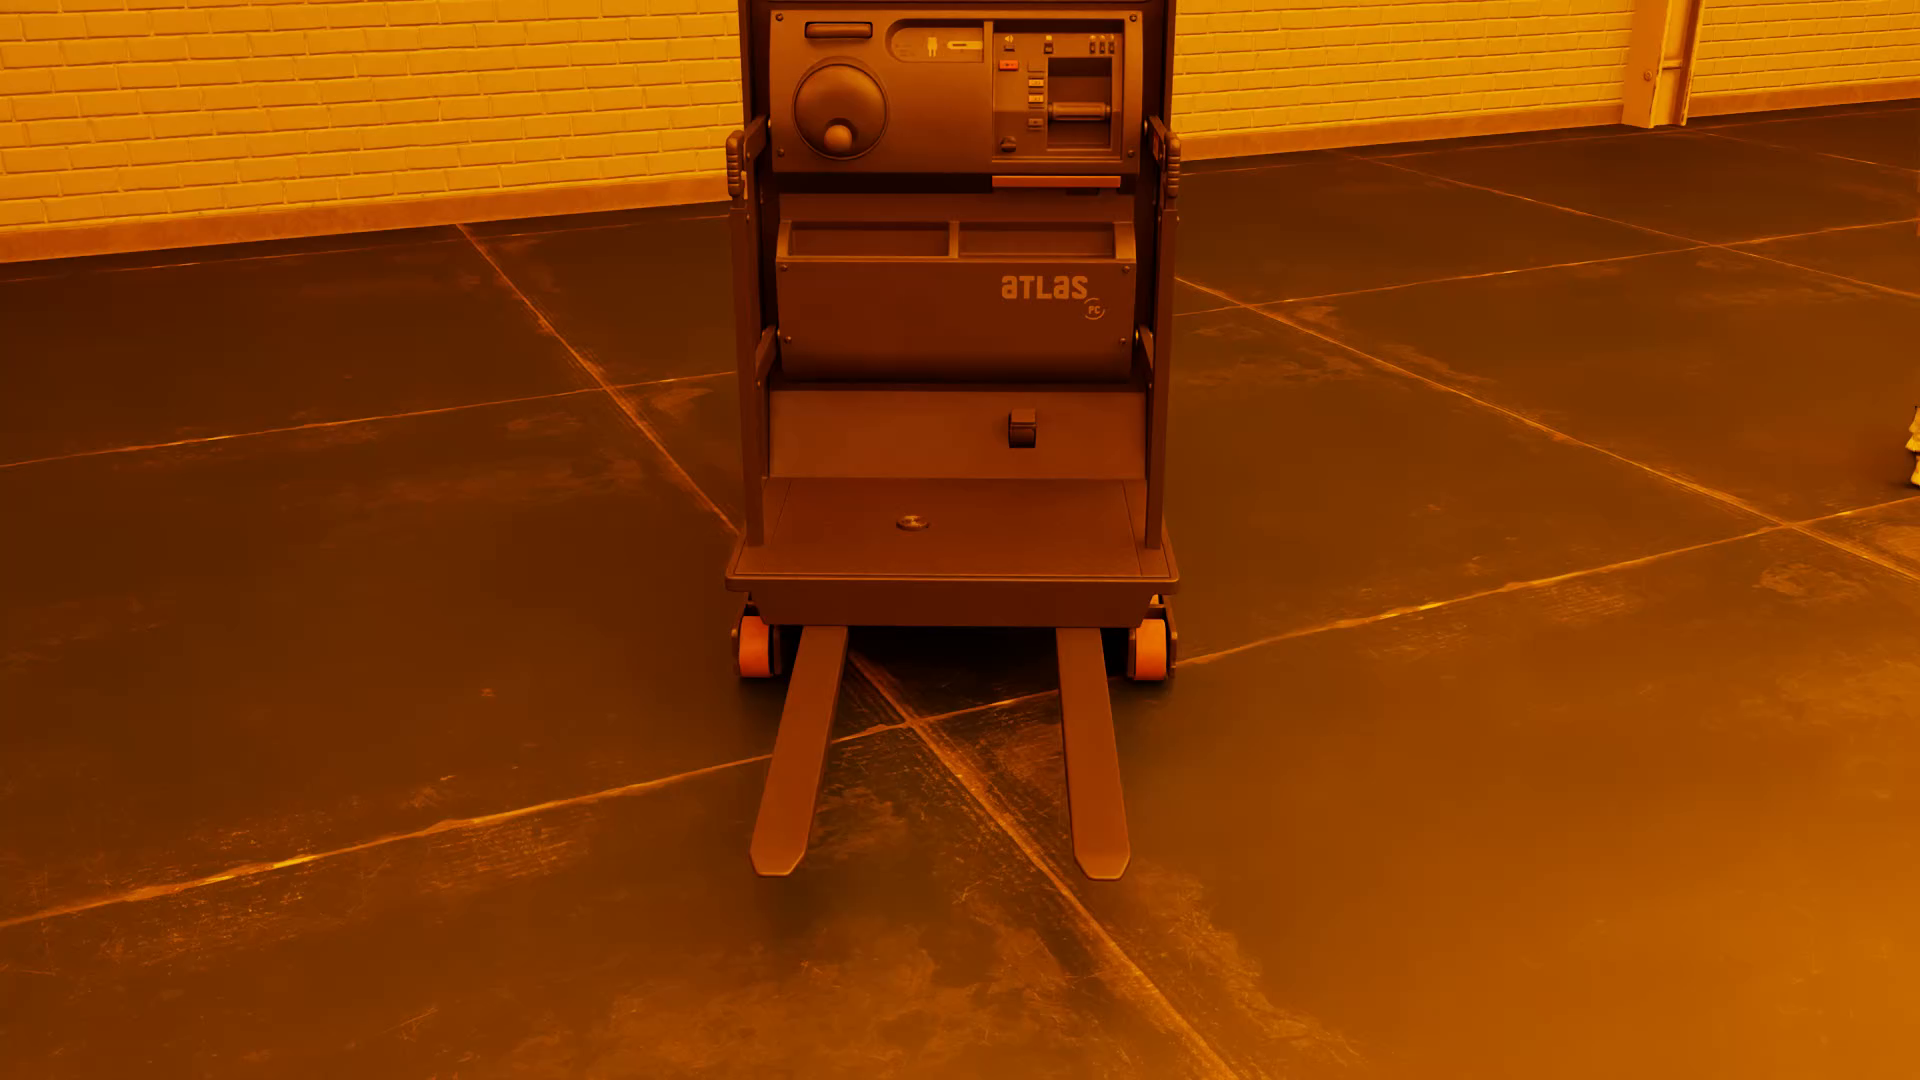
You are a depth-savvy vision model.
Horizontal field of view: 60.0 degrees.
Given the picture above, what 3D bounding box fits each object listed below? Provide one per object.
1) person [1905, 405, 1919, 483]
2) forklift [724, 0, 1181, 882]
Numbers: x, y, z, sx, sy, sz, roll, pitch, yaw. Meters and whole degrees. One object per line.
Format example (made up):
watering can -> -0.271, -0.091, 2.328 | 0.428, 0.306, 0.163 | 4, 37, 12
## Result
person -> 3.433, -1.037, 5.335 | 0.508, 1.795, 0.663 | -3, 23, -8
forklift -> -0.012, -1.112, 3.963 | 1.130, 2.935, 3.031 | 0, 23, 1
